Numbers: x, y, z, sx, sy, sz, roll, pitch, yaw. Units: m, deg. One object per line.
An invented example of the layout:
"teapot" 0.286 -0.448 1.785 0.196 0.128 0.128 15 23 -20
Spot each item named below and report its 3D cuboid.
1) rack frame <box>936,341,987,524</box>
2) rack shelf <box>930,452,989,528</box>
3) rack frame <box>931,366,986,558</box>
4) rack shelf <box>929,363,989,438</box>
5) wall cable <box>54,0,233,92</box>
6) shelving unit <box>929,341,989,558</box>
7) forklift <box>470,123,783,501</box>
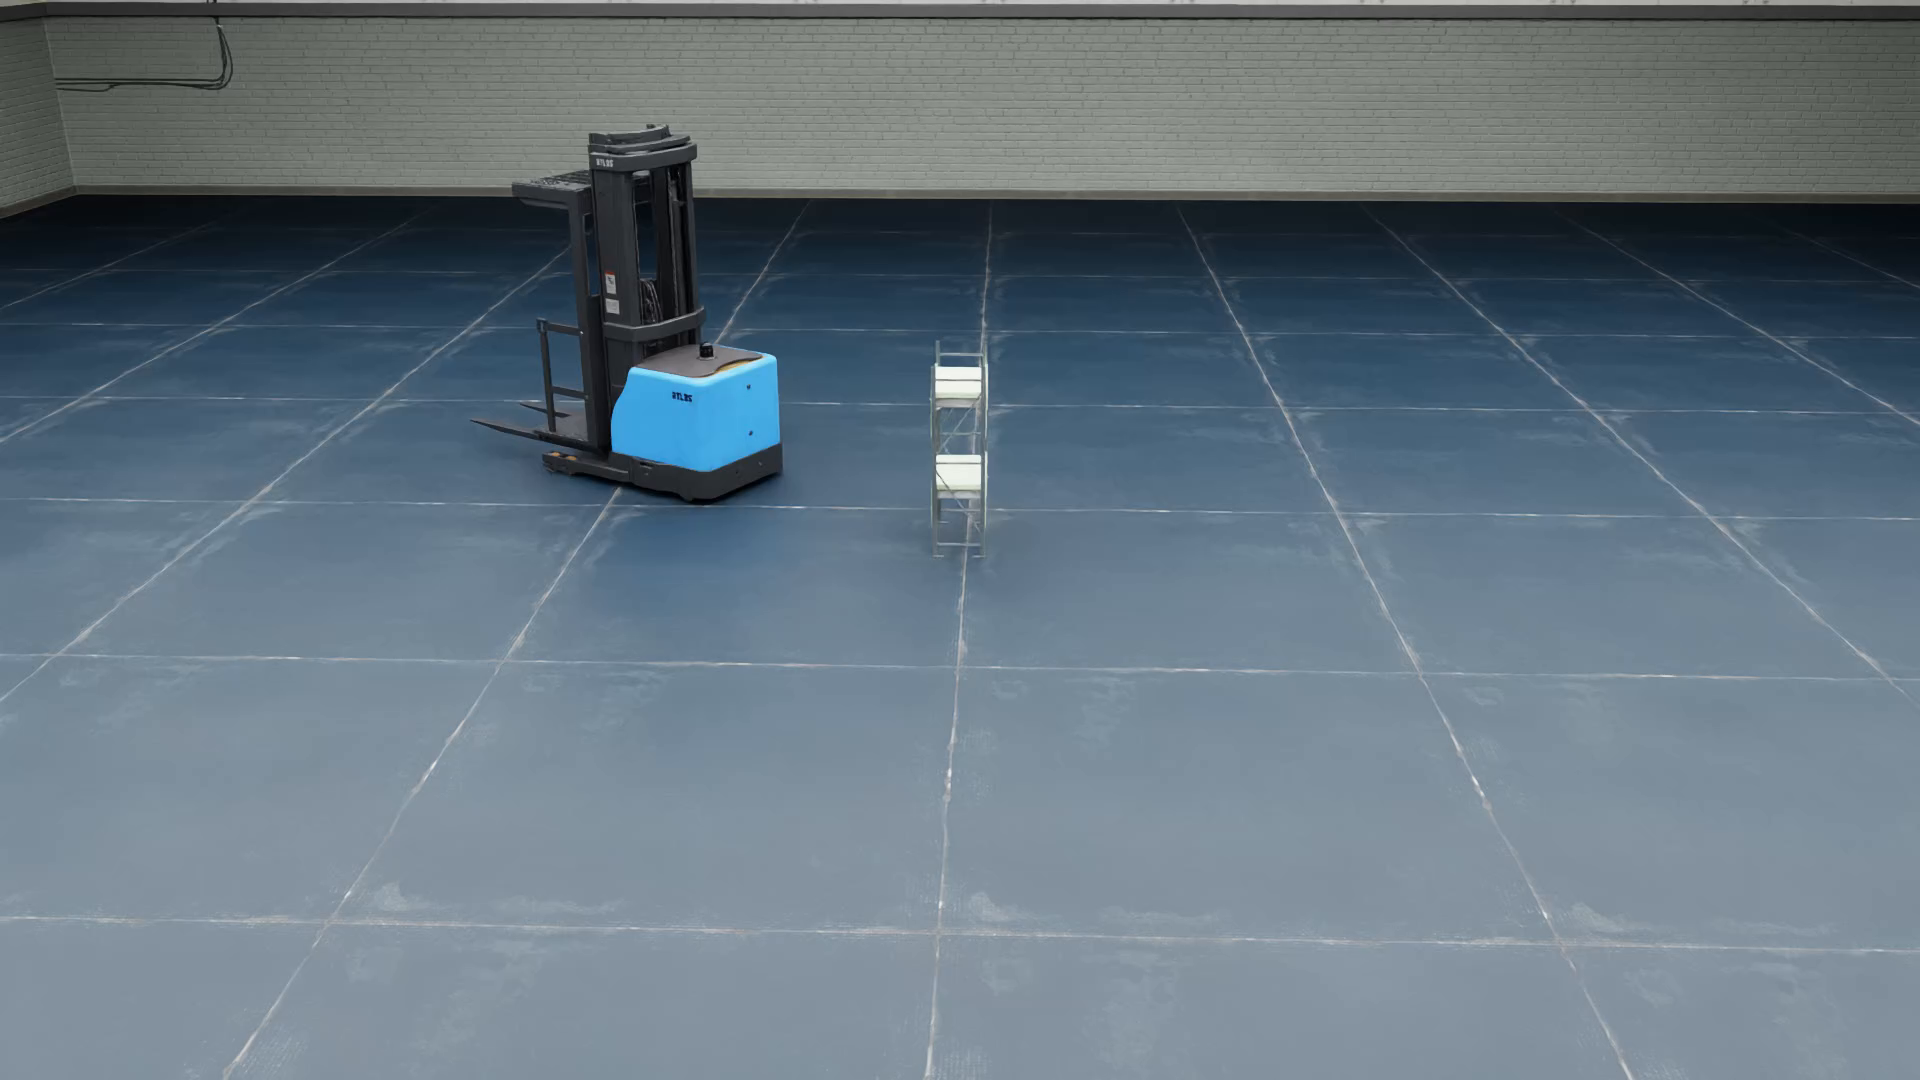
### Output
"rack frame" 0.011 -0.834 13.105 0.400 1.500 0.023 1 21 2
"rack shelf" 0.000 -0.398 12.882 0.431 0.370 0.720 1 21 2
"rack frame" -0.011 -0.569 12.423 0.400 1.500 0.023 1 21 2
"rack shelf" 0.000 -1.065 12.623 0.431 0.370 0.720 1 21 2
"wall cable" -13.454 -8.559 26.940 3.097 2.526 0.112 1 21 2
"shelving unit" 0.000 -0.702 12.764 0.431 1.500 0.755 1 21 2
"forklift" -3.055 -2.076 14.327 3.031 2.935 1.130 13 25 30
